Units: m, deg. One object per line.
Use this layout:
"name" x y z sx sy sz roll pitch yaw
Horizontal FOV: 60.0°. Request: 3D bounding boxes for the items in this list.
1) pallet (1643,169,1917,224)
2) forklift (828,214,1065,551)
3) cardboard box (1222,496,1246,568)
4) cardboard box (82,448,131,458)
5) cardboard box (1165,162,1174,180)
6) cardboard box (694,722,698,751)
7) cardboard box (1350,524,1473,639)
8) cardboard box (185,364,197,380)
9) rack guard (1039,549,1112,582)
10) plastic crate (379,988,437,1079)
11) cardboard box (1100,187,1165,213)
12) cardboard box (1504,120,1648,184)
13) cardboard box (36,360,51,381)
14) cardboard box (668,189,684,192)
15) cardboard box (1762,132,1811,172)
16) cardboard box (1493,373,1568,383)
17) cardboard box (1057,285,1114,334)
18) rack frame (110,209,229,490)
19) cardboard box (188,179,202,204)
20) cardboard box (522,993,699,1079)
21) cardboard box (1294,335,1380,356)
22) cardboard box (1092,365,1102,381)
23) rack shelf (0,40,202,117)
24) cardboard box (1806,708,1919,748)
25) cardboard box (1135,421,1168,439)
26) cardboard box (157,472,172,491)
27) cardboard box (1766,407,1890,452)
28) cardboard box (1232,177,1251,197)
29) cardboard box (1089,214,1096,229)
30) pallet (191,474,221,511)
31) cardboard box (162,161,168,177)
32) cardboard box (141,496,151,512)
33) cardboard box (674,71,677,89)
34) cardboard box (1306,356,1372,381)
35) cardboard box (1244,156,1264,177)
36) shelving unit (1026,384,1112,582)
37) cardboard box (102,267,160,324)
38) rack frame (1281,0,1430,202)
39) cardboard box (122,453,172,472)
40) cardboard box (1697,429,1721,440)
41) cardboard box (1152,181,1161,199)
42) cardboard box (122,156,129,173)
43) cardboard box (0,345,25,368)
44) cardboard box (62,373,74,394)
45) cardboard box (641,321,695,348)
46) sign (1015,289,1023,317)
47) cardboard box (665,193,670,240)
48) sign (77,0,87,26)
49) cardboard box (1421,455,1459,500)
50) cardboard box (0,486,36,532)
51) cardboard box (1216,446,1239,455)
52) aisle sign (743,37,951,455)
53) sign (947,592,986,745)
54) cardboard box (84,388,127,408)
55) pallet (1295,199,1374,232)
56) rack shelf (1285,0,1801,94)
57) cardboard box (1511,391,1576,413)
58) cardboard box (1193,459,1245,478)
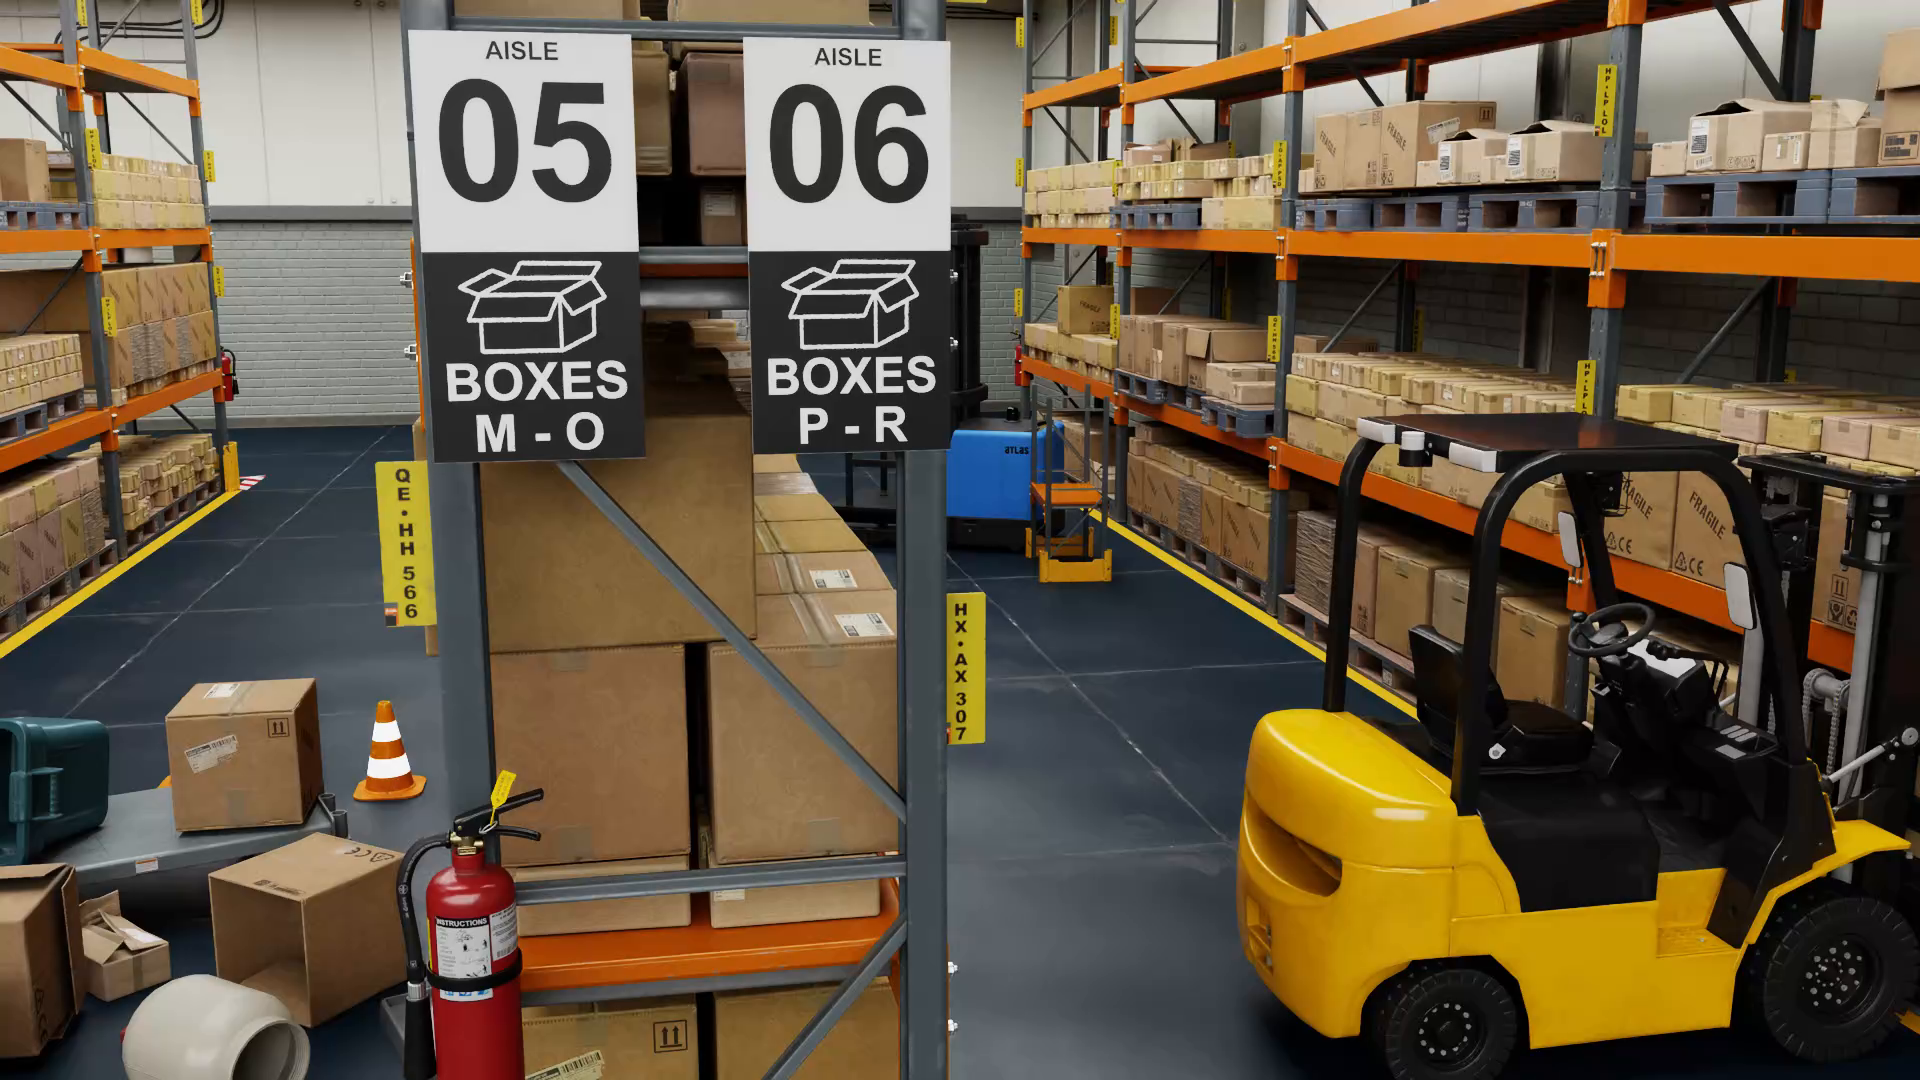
"pallet" 3.753 -1.473 7.183 1.003 0.211 1.213 -2 11 -11
"forklift" -0.604 -1.471 15.142 3.031 2.935 1.130 3 11 15
"cardboard box" 2.404 -0.073 13.171 0.500 0.500 0.500 -2 11 -12
"cardboard box" -8.439 -0.819 16.440 0.380 0.149 0.250 -2 11 -9
"cardboard box" 1.952 -3.113 14.047 0.380 0.149 0.250 -2 11 -11
"cardboard box" -0.624 0.532 5.107 0.380 0.149 0.250 -2 11 -9
"cardboard box" 3.026 0.262 11.077 0.875 0.625 0.625 -2 11 -9
"cardboard box" -7.988 -1.709 16.876 0.380 0.149 0.250 -2 11 -9
"rack guard" 0.936 0.208 13.489 0.587 0.250 0.087 -1 11 -4
"plastic crate" -1.805 1.735 5.923 0.402 0.080 0.583 -6 13 -31
"cardboard box" 1.666 -3.291 16.103 0.500 0.250 0.500 -2 11 -11
"cardboard box" 3.182 -2.008 8.602 0.500 0.311 0.500 -2 11 -13
"cardboard box" -7.272 -1.306 12.840 0.380 0.149 0.250 -2 11 -13
"cardboard box" -0.659 -1.213 5.184 0.500 0.250 0.500 -2 11 -10
"cardboard box" 3.501 -1.570 6.735 0.380 0.149 0.250 -2 11 -9
"cardboard box" 3.453 -0.920 10.059 0.380 0.149 0.250 -2 11 -11
"cardboard box" 1.344 -2.472 17.817 0.500 0.500 0.500 -2 11 -10
"rack frame" -8.476 -2.020 17.840 1.000 3.000 0.127 -2 11 -11
"cardboard box" -8.137 -3.590 17.131 0.500 0.250 0.500 -2 11 -13
"cardboard box" -0.940 1.355 4.335 0.500 0.500 0.500 -2 11 -11
"cardboard box" 2.837 -1.288 12.603 0.500 0.500 0.500 -2 11 -8
"cardboard box" 1.550 -1.686 16.756 0.380 0.149 0.250 -2 11 -10
"rack shelf" -8.087 -4.245 15.419 1.077 0.370 4.000 -2 11 -11
"cardboard box" 3.640 0.836 6.391 0.500 0.250 0.500 -2 11 -12
"cardboard box" 1.874 -1.036 15.702 0.380 0.149 0.250 -2 11 -12
"cardboard box" -7.742 -0.552 15.835 0.380 0.149 0.250 -2 11 -11
"cardboard box" 3.557 -0.455 6.819 0.380 0.149 0.250 -2 11 -12
"cardboard box" 2.330 -2.726 12.861 0.380 0.149 0.250 -2 11 -11
"cardboard box" 1.514 -3.211 16.748 0.380 0.149 0.250 -2 11 -11
"pallet" -8.338 -0.486 17.238 1.003 0.211 1.213 -2 11 -11
"cardboard box" -7.973 -3.622 16.232 0.380 0.149 0.250 -2 11 -12
"cardboard box" -7.703 -0.308 15.346 0.380 0.149 0.250 -2 11 -12
"cardboard box" -0.663 -1.379 4.988 0.380 0.149 0.250 -2 11 -10
"cardboard box" 2.610 -1.182 11.436 0.380 0.149 0.250 -2 11 -10
"cardboard box" 2.378 -2.825 12.589 0.380 0.149 0.250 -2 11 -13
"shelving unit" 0.901 -0.499 13.860 0.587 1.500 1.083 -1 11 -4
"cardboard box" -7.730 -2.252 15.324 0.500 0.500 0.500 -2 11 -10
"rack frame" 2.784 -3.879 11.565 1.000 3.000 0.127 -2 11 -11
"cardboard box" -7.841 -0.743 16.039 0.380 0.149 0.250 -2 11 -11
"cardboard box" 3.496 -0.404 7.349 0.380 0.149 0.250 -2 11 -11
"cardboard box" 1.875 -3.015 14.327 0.380 0.149 0.250 -2 11 -12
"cardboard box" -7.718 -3.381 14.966 0.380 0.149 0.250 -2 11 -13
"cardboard box" -7.176 -1.356 12.308 0.380 0.149 0.250 -3 11 -14
"cardboard box" -7.376 -1.256 13.375 0.380 0.149 0.250 -2 11 -11
"cardboard box" -1.434 -0.615 6.724 0.700 0.500 0.500 -2 11 -12
"sign" 0.696 -2.805 19.650 0.100 0.325 0.005 -2 11 -11
"cardboard box" -0.792 -1.081 5.557 0.380 0.149 0.250 -2 11 -10
"sign" -9.009 -5.445 17.081 0.100 0.325 0.005 -2 11 -11
"cardboard box" 3.037 -0.392 9.689 0.500 0.250 0.500 -2 11 -11
"cardboard box" -6.999 -0.219 11.934 0.500 0.250 0.500 -2 11 -11
"cardboard box" 2.548 -0.768 15.088 0.380 0.149 0.250 -3 11 -14
"aisle sign" -0.212 -0.561 3.222 0.394 0.787 0.004 -2 11 -11
"sign" 0.004 0.271 3.488 0.100 0.325 0.005 -2 11 -11
"cardboard box" -7.432 -1.227 14.344 0.380 0.149 0.250 -2 11 -9
"pallet" 3.003 -2.192 11.226 1.213 0.211 1.003 -2 11 -8
"rack shelf" 3.173 -2.963 9.743 1.077 0.370 4.000 -2 11 -11
"cardboard box" 3.214 -0.715 8.979 0.380 0.149 0.250 -2 11 -11
"cardboard box" 2.211 -0.602 14.217 0.380 0.149 0.250 -2 11 -11
